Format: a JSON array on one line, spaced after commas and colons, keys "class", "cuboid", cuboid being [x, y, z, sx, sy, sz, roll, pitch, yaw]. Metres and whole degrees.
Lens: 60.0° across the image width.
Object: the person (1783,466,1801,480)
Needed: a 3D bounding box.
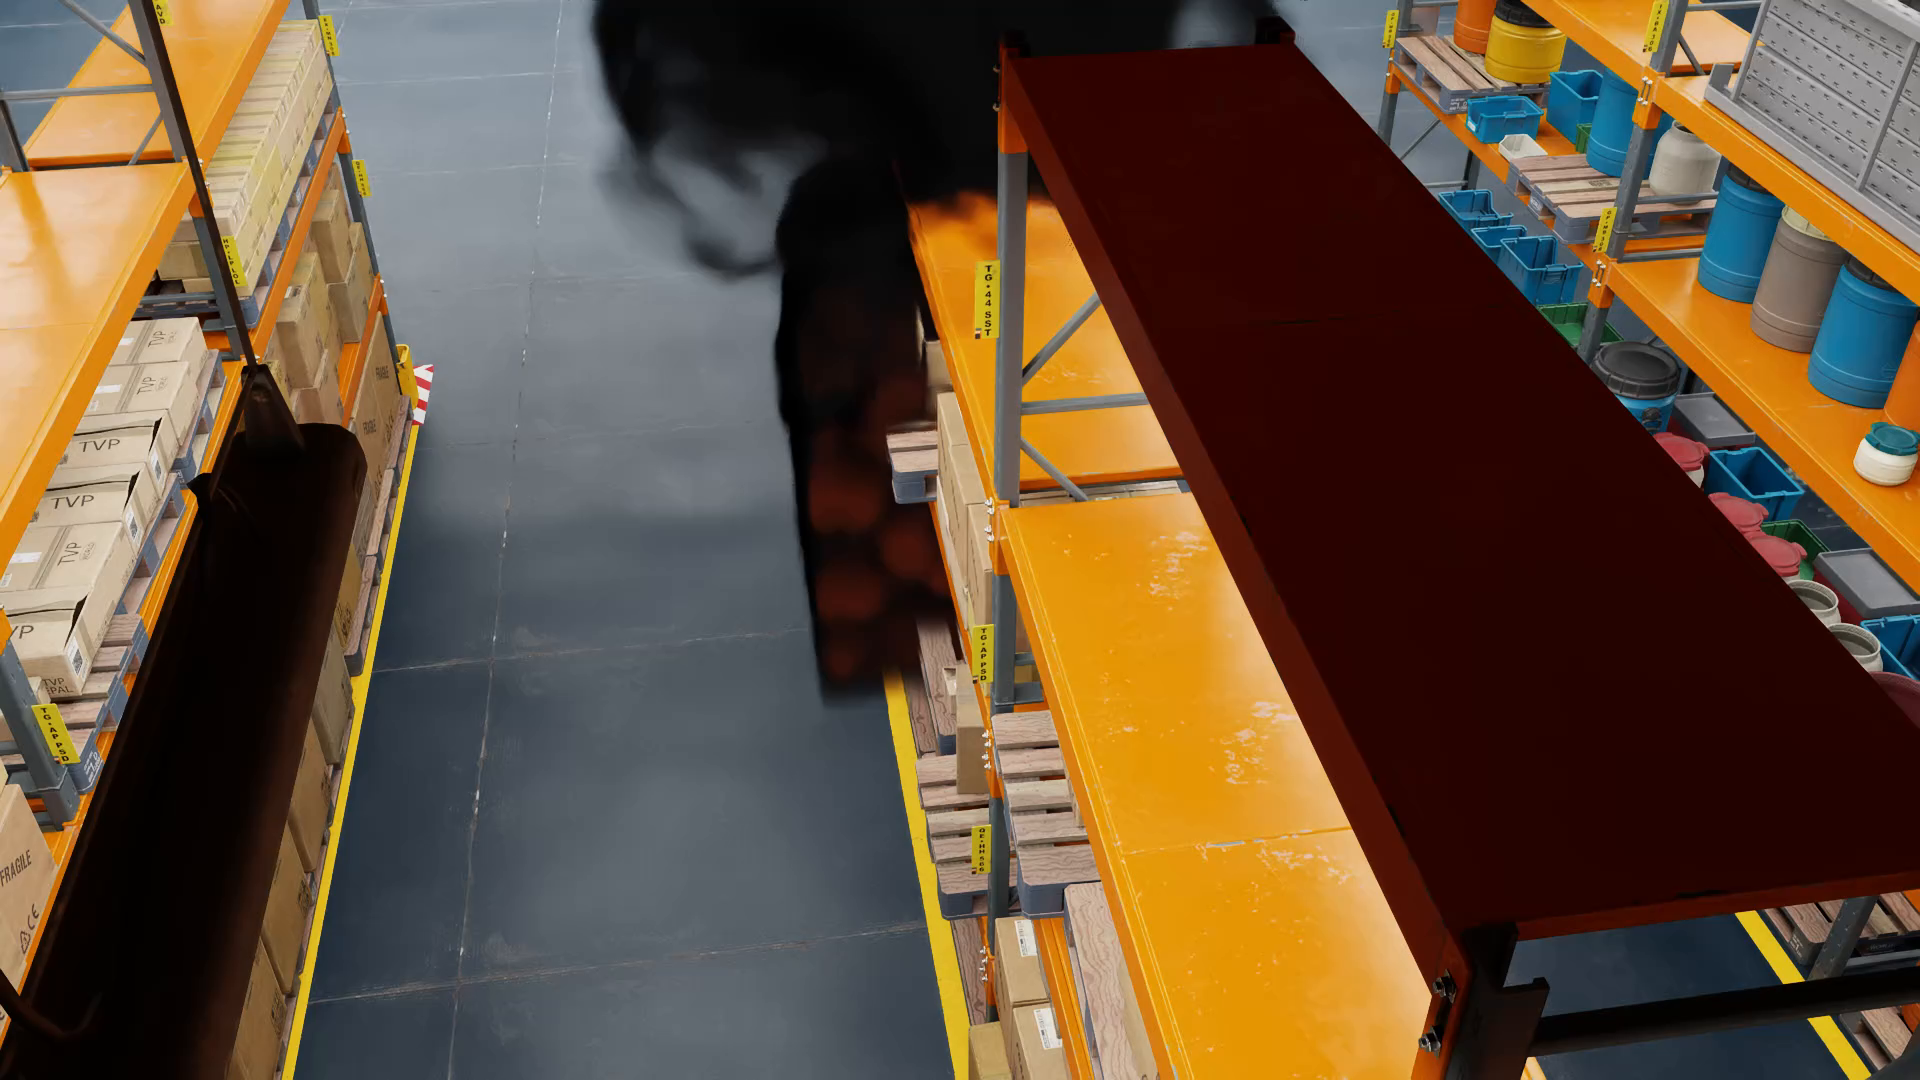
[{"class": "person", "cuboid": [6.953, -1.051, 12.958, 0.562, 1.735, 0.809, -11, 38, -14]}]
